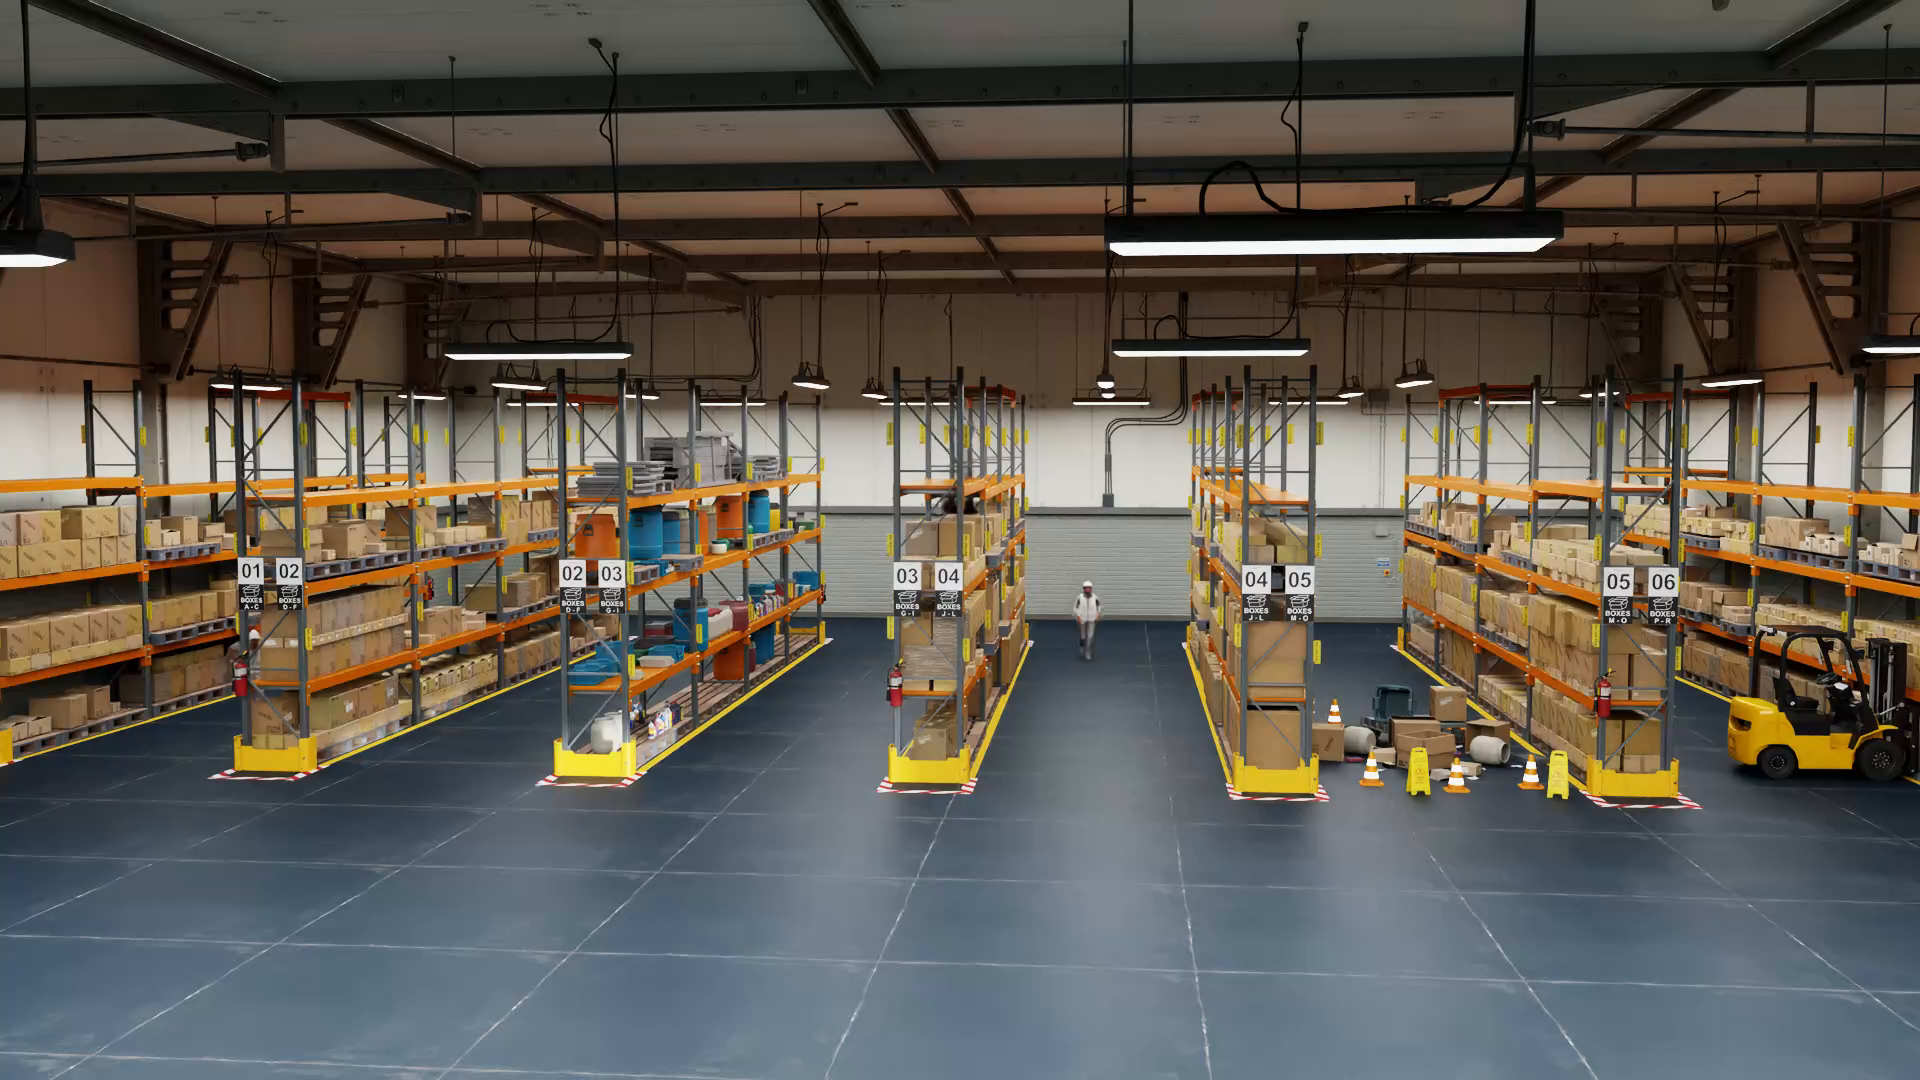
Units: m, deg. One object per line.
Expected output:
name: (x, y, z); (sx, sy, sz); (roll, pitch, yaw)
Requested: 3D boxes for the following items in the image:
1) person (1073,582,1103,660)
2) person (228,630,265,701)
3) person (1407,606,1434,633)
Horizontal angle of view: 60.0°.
person: (2.892, 1.806, 37.589); (0.682, 1.752, 0.605); (0, 4, 0)
person: (-12.621, 2.371, 29.599); (0.714, 1.590, 0.821); (-2, 4, -25)
person: (11.638, 1.548, 42.006); (0.864, 1.732, 0.561); (0, 4, -5)
